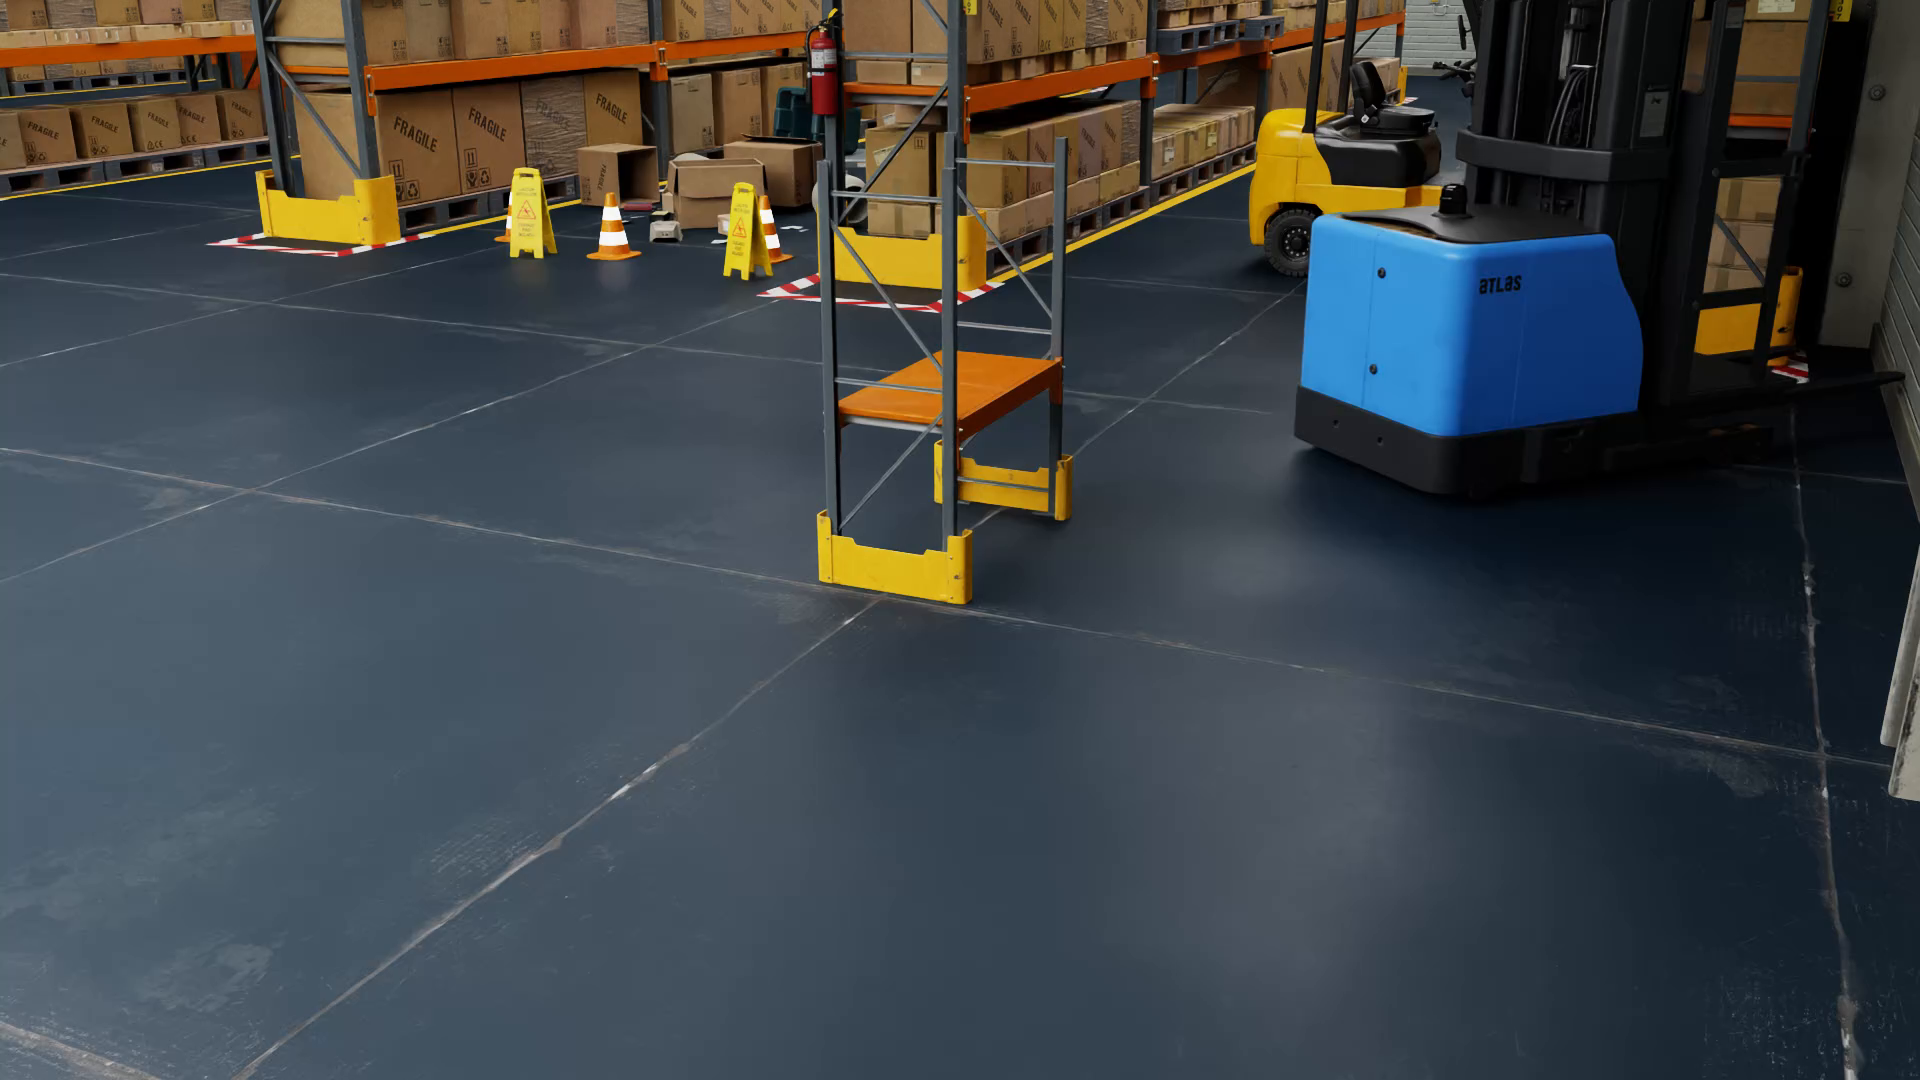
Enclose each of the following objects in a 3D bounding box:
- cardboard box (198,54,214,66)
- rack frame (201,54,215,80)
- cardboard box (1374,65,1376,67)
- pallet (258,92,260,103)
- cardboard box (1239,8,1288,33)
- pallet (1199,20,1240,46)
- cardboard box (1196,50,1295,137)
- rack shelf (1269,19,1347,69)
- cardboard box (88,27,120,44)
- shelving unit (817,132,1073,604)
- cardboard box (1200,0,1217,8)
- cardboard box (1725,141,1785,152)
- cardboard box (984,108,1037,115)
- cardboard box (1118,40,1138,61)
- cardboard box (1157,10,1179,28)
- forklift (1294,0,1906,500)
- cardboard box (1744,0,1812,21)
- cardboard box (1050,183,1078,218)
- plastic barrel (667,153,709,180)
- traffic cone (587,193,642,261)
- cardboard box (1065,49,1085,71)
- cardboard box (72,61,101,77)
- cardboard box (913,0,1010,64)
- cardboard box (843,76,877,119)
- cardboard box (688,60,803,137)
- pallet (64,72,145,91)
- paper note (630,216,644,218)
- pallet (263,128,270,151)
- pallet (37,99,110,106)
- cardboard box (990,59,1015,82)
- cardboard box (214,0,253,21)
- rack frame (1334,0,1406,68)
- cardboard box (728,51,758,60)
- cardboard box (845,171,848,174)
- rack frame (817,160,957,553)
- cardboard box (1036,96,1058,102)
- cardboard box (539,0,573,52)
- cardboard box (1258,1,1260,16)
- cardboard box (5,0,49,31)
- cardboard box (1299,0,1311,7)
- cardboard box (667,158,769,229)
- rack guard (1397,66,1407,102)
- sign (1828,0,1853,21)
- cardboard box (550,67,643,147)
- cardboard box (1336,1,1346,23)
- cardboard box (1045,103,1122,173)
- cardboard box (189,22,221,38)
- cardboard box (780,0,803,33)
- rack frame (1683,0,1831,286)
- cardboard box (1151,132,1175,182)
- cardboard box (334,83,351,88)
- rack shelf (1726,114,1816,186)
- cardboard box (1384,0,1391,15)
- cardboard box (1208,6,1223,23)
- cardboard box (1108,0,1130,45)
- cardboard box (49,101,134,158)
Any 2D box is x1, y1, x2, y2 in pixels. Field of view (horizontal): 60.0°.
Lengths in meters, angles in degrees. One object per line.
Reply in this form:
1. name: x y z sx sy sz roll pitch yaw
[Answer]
1. cardboard box: -13.228 -8.610 29.559 0.500 0.311 0.500 9 21 23
2. rack frame: -13.597 -9.571 28.905 1.000 3.000 0.127 9 21 23
3. cardboard box: 5.201 -6.293 22.883 0.875 0.438 0.875 8 21 21
4. pallet: -10.433 -6.601 24.714 1.003 0.211 1.213 9 21 23
5. cardboard box: 3.272 -5.673 18.167 0.500 0.250 0.500 8 21 22
6. pallet: 2.069 -4.927 16.133 1.003 0.211 1.213 9 21 23
7. cardboard box: 3.200 -5.025 18.665 0.875 0.875 0.875 8 21 22
8. rack shelf: 3.661 -5.901 19.658 1.077 0.370 4.000 9 21 23
9. cardboard box: -8.438 -4.924 16.212 0.380 0.149 0.250 9 21 23
10. shelving unit: -0.031 -0.683 6.152 0.587 1.500 1.083 9 21 23
11. cardboard box: 2.077 -5.197 15.386 0.500 0.500 0.500 8 21 22
12. cardboard box: 5.097 -2.457 10.887 0.500 0.250 0.500 8 21 22
13. cardboard box: 0.294 -3.194 13.332 0.500 0.500 0.500 10 22 26
14. cardboard box: 1.254 -4.070 13.811 0.380 0.149 0.250 9 22 24
15. cardboard box: 1.718 -4.611 14.705 0.380 0.149 0.250 9 21 23
16. forklift: 3.084 -1.858 7.320 3.031 2.935 1.130 -9 21 -23
17. cardboard box: 4.471 -2.924 9.096 0.380 0.149 0.250 8 21 21
18. cardboard box: 0.576 -2.617 12.828 0.500 0.250 0.500 10 22 26
19. plastic barrel: -2.419 -3.283 15.067 0.421 0.421 0.512 -9 22 -24
20. traffic cone: -2.587 -2.344 12.370 0.336 0.463 0.334 9 21 23
21. cardboard box: 0.733 -3.678 12.710 0.380 0.149 0.250 9 21 23
22. cardboard box: -14.369 -7.791 26.974 0.500 0.500 0.500 8 21 22
23. cardboard box: 0.013 -3.477 11.175 0.500 0.500 0.500 8 21 22
24. cardboard box: -1.193 -5.478 20.499 0.500 0.500 0.500 8 21 20
25. cardboard box: -2.402 -4.973 18.706 1.050 0.750 0.750 9 21 24
26. pallet: -14.394 -7.629 27.606 1.003 0.211 1.213 9 21 23
27. paper note: -2.760 -2.763 14.223 0.123 0.001 0.032 -14 24 -33
28. pallet: -7.520 -4.690 19.340 1.003 0.211 1.213 9 21 23
29. pallet: -11.571 -5.751 22.324 1.003 0.211 1.213 9 21 23
30. cardboard box: 0.167 -3.289 11.615 0.380 0.149 0.250 8 21 21
31. cardboard box: -8.078 -5.823 17.774 0.875 0.500 0.500 9 21 23
32. rack frame: 6.118 -8.074 24.695 1.000 3.000 0.127 9 21 23
33. cardboard box: -3.849 -7.873 26.676 0.875 0.875 0.875 9 21 23
34. cardboard box: -1.088 -3.163 14.966 0.258 0.266 0.396 -5 20 -15
35. rack frame: -0.243 -0.525 5.707 0.500 1.500 0.032 9 21 23
36. cardboard box: 0.610 -3.793 14.049 0.380 0.149 0.250 9 21 23
37. cardboard box: -4.027 -4.690 14.956 0.875 0.550 0.550 9 21 23
38. cardboard box: 2.878 -5.483 17.159 0.380 0.149 0.250 9 21 24
39. cardboard box: -9.130 -5.063 15.637 0.875 0.500 0.500 9 21 23
40. cardboard box: 3.703 -6.223 18.967 0.500 0.250 0.500 8 21 22
41. cardboard box: -2.025 -2.891 13.846 0.797 0.503 0.637 -5 20 -15
42. rack guard: 6.128 -6.903 25.134 1.175 0.500 0.348 9 21 23
43. sign: 4.600 -2.870 8.652 0.100 0.325 0.005 9 21 23
44. cardboard box: -3.675 -4.068 15.975 0.875 0.875 0.875 9 21 24
45. cardboard box: 4.526 -6.609 20.799 0.500 0.250 0.500 8 21 21
46. cardboard box: 1.000 -3.288 13.595 0.500 0.500 0.500 9 21 24
47. cardboard box: -7.926 -5.306 17.286 0.380 0.149 0.250 9 21 23
48. cardboard box: -2.065 -5.844 18.276 0.500 0.500 0.500 8 21 22
49. rack frame: 4.096 -2.503 9.030 1.000 3.000 0.127 9 21 23
50. cardboard box: 1.416 -3.526 15.202 0.950 0.372 0.625 9 21 23
51. cardboard box: -7.354 -5.123 19.471 0.700 0.500 0.500 8 21 22
52. rack shelf: 4.915 -2.775 10.869 1.077 0.370 4.000 9 21 23
53. cardboard box: 5.741 -7.627 23.290 0.500 0.500 0.500 9 22 24
54. cardboard box: 2.277 -5.005 15.814 0.380 0.149 0.250 9 22 25
55. cardboard box: 1.044 -4.264 13.390 0.500 0.500 0.500 9 22 25
56. cardboard box: -8.717 -4.127 16.702 0.500 0.500 0.500 11 22 28
